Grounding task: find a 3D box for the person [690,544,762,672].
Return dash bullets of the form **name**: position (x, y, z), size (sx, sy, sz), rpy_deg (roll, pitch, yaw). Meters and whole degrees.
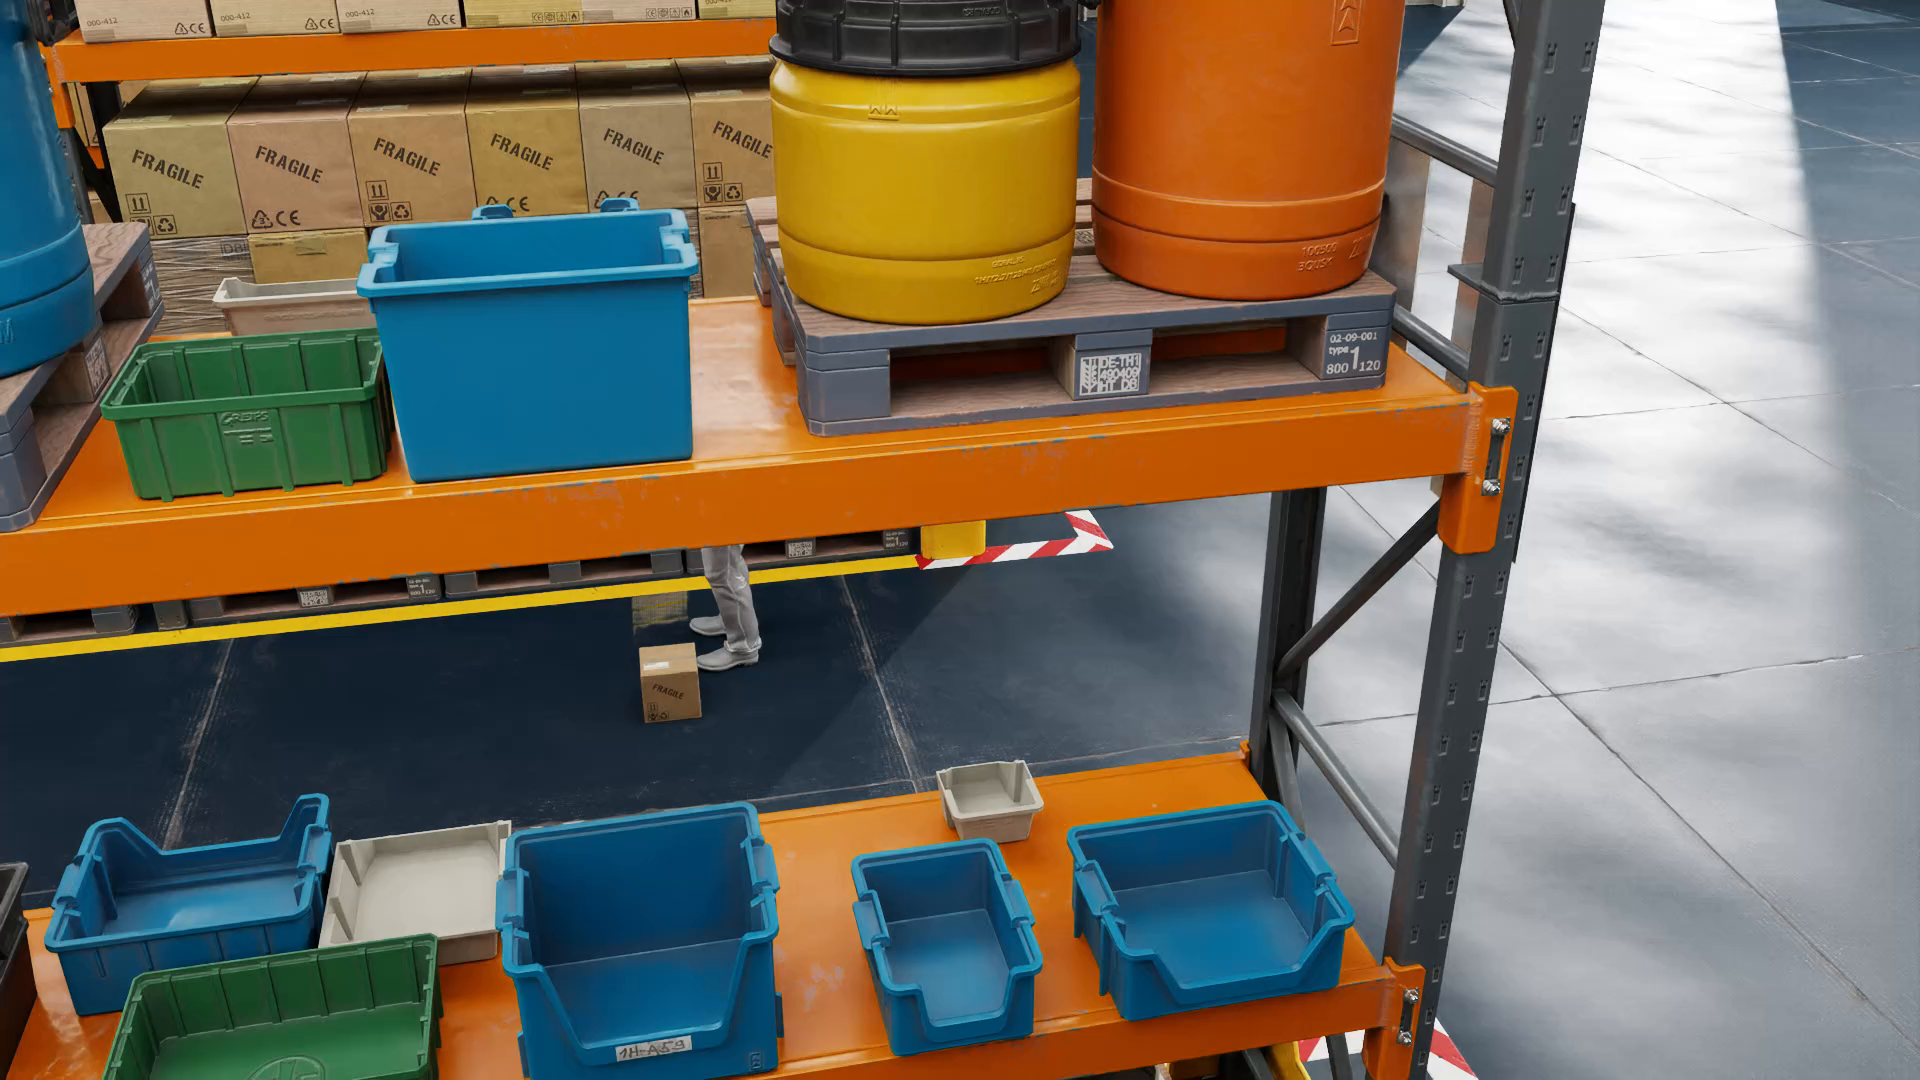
- **person**: position (-1.105, -0.244, 7.584), size (0.455, 1.759, 0.635), rpy_deg (-6, 27, -11)
